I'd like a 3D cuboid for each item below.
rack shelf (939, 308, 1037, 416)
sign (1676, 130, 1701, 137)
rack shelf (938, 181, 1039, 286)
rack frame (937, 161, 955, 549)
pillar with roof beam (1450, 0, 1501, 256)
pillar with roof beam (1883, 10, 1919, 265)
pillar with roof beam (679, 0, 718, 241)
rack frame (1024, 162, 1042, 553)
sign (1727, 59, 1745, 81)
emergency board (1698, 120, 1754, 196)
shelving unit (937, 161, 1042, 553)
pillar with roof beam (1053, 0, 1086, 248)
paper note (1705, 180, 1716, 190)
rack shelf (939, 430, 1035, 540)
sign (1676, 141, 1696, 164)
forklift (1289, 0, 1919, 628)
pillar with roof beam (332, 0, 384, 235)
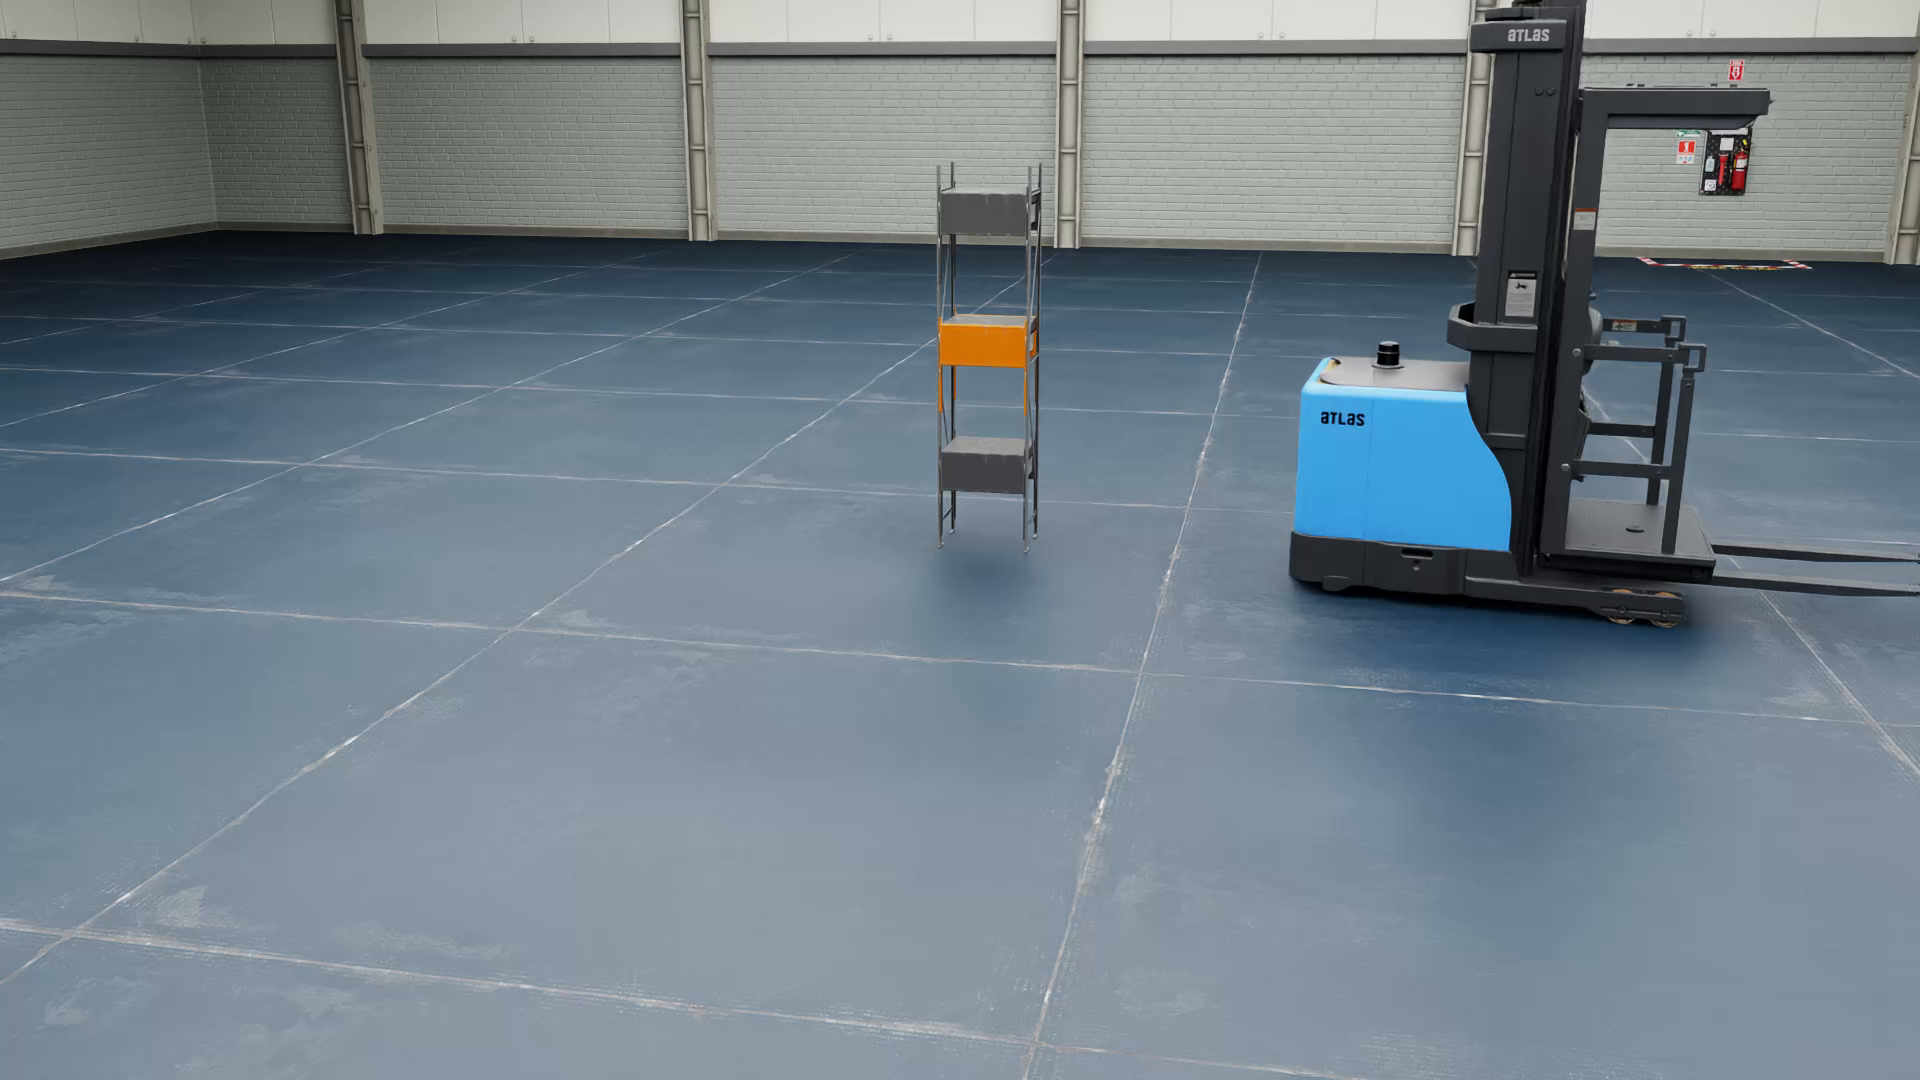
[{"bbox_3d":[0.162,-0.990,9.184,0.480,0.518,0.431,3,16,11],"label":"rack shelf"},{"bbox_3d":[10.510,-5.865,23.985,0.331,0.109,0.001,3,16,11],"label":"sign"},{"bbox_3d":[0.162,-1.665,8.997,0.480,0.518,0.431,3,16,11],"label":"rack shelf"},{"bbox_3d":[-0.077,-1.016,9.227,0.015,2.100,0.400,3,16,11],"label":"rack frame"},{"bbox_3d":[6.706,-7.481,19.641,0.400,9.000,9.100,3,16,11],"label":"pillar with roof beam"},{"bbox_3d":[12.585,-7.162,18.489,0.400,9.000,9.100,3,16,11],"label":"pillar with roof beam"},{"bbox_3d":[-5.054,-8.119,21.946,0.400,9.000,9.100,3,16,11],"label":"pillar with roof beam"},{"bbox_3d":[0.401,-0.990,9.133,0.015,2.100,0.400,3,16,11],"label":"rack frame"},{"bbox_3d":[11.041,-6.682,23.652,0.199,0.298,0.001,3,16,11],"label":"sign"},{"bbox_3d":[11.029,-5.538,23.866,0.643,1.169,0.194,3,16,11],"label":"emergency board"},{"bbox_3d":[0.162,-1.003,9.180,0.503,2.100,0.431,3,16,11],"label":"shelving unit"},{"bbox_3d":[0.826,-7.800,20.793,0.400,9.000,9.100,3,16,11],"label":"pillar with roof beam"},{"bbox_3d":[10.869,-5.141,24.083,0.142,0.148,0.016,3,16,11],"label":"paper note"},{"bbox_3d":[0.162,-0.315,9.370,0.480,0.518,0.431,3,16,11],"label":"rack shelf"},{"bbox_3d":[10.508,-5.612,24.065,0.234,0.329,0.001,3,16,11],"label":"sign"},{"bbox_3d":[3.270,-1.151,8.156,3.031,2.935,1.130,5,16,17],"label":"forklift"},{"bbox_3d":[-10.933,-8.438,23.098,0.400,9.000,9.100,3,16,11],"label":"pillar with roof beam"}]
